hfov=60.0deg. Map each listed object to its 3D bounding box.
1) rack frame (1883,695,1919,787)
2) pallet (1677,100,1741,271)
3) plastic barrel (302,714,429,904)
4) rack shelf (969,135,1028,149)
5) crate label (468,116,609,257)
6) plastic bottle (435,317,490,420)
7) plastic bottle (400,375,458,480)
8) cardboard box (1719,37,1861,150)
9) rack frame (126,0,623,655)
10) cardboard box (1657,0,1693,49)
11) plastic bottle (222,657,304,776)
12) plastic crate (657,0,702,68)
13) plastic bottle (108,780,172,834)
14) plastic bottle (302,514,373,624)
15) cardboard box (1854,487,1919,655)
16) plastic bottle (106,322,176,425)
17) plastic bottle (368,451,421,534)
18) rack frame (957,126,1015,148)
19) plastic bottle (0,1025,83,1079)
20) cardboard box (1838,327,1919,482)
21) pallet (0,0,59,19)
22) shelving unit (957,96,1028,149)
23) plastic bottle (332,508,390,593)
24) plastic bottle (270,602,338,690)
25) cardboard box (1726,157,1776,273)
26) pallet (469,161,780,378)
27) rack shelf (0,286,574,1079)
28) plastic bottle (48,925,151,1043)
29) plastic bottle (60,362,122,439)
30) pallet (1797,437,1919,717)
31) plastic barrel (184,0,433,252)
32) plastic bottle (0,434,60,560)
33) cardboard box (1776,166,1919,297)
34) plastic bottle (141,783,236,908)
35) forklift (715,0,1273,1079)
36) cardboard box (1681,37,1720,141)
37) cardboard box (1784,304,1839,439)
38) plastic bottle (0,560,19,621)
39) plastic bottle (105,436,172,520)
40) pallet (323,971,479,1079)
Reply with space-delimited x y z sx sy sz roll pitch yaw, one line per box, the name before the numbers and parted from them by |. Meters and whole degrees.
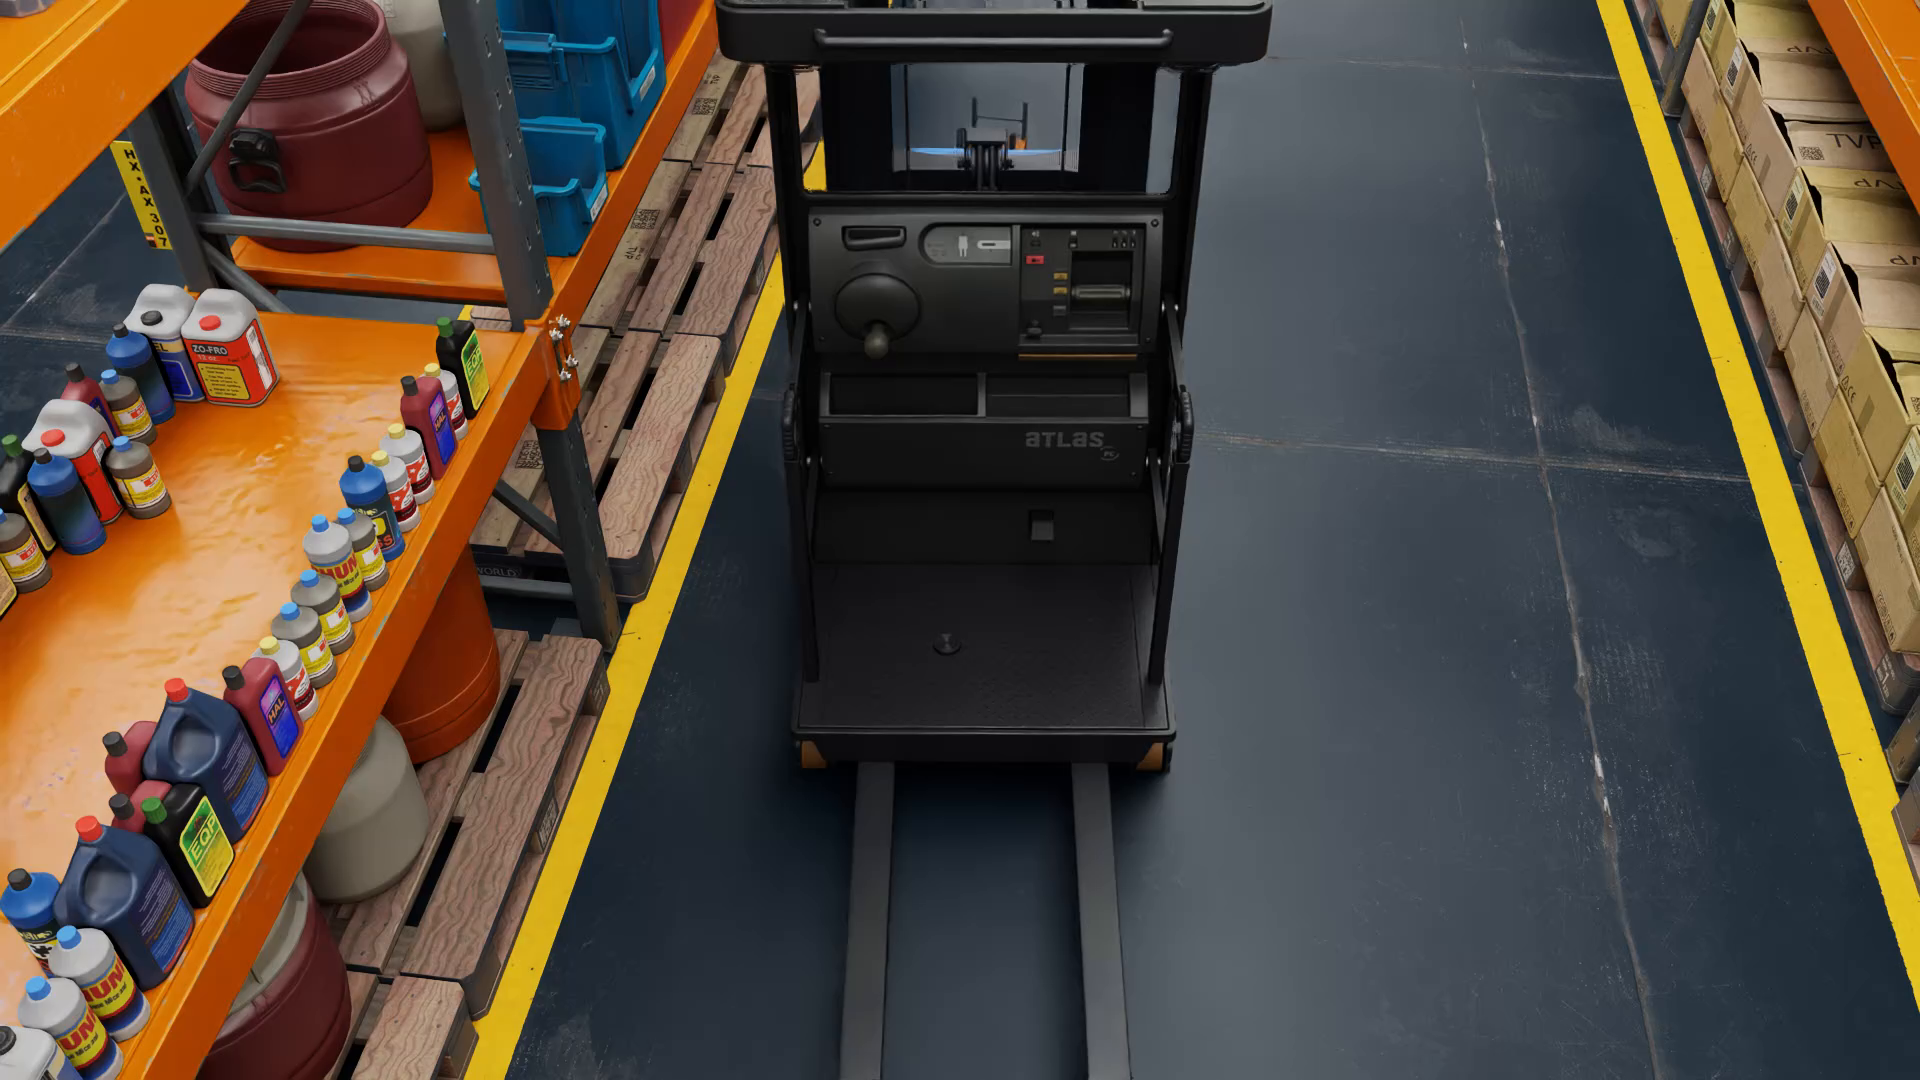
rack frame | 3.301 -0.353 3.941 1.000 3.000 0.127 5 44 6
pallet | 3.771 -1.561 7.245 1.003 0.211 1.213 5 44 6
plastic barrel | -1.643 0.673 4.362 0.421 0.512 0.421 0 43 0
rack shelf | 0.112 -1.287 5.939 0.215 0.259 0.240 9 41 9
crate label | -1.182 -0.998 4.744 0.303 0.233 0.416 5 44 6
plastic bottle | -1.239 -0.449 4.128 0.061 0.283 0.133 5 44 6
plastic bottle | -1.270 -0.292 3.961 0.061 0.283 0.133 5 44 6
cardboard box | 3.456 -1.837 6.795 0.500 0.311 0.500 5 44 5
rack frame | -1.609 -0.806 4.420 1.000 3.000 0.127 5 44 6
cardboard box | 3.674 -2.569 7.976 0.500 0.250 0.500 5 44 6
plastic bottle | -1.391 0.330 3.305 0.061 0.283 0.133 5 44 6
plastic crate | -1.092 -1.903 5.531 0.402 0.464 0.583 5 44 6
plastic bottle | -1.493 0.541 3.082 0.061 0.283 0.133 5 44 6
plastic bottle | -1.355 0.055 3.604 0.097 0.271 0.097 0 43 0
cardboard box | 3.128 0.112 5.144 0.500 0.250 0.500 6 44 7
plastic bottle | -2.029 -0.417 4.103 0.097 0.271 0.097 0 43 0
plastic bottle | -1.316 -0.119 3.838 0.097 0.201 0.097 0 43 0
rack frame | 0.081 -1.002 6.024 0.200 1.050 0.008 9 41 9
plastic bottle | -1.546 0.895 2.713 0.152 0.276 0.135 5 44 6
cardboard box | 3.188 -0.445 5.325 0.500 0.311 0.500 5 44 5
pallet | -1.807 -1.314 2.912 1.003 0.211 1.213 5 44 6
shelving unit | 0.109 -1.078 6.115 0.215 1.050 0.252 9 41 9
plastic bottle | -1.342 0.014 3.698 0.097 0.201 0.097 0 43 0
plastic bottle | -1.380 0.213 3.488 0.097 0.201 0.097 0 43 0
cardboard box | 3.396 -1.279 6.614 0.500 0.250 0.500 4 44 4
pallet | -1.304 -1.147 6.808 1.003 0.211 1.213 5 44 6
rack shelf | -1.873 0.818 3.227 1.077 0.370 4.000 5 44 6
plastic bottle | -1.490 0.754 2.866 0.097 0.271 0.097 0 43 0
plastic bottle | -2.075 -0.278 3.947 0.061 0.283 0.133 5 44 6
pallet | 3.448 0.102 5.489 1.003 0.211 1.213 5 44 6
plastic barrel | -1.848 -1.199 4.736 0.600 0.536 0.708 5 44 6
plastic bottle | -2.111 -0.096 3.754 0.061 0.283 0.133 5 44 6
cardboard box | 3.326 -1.130 6.048 0.500 0.311 0.500 6 44 7
plastic bottle | -1.433 0.547 3.076 0.061 0.283 0.133 5 44 6
forklift | 0.068 -0.590 4.241 1.130 2.935 3.031 0 43 0
cardboard box | 3.530 -1.981 7.355 0.500 0.250 0.500 4 44 5
cardboard box | 3.262 -0.582 5.878 0.500 0.250 0.500 6 44 6
plastic bottle | -2.141 0.062 3.588 0.061 0.283 0.133 5 44 6
plastic bottle | -1.921 -0.154 3.876 0.097 0.201 0.097 0 43 0
pallet | -1.835 1.577 3.931 1.003 0.211 1.213 5 44 6
